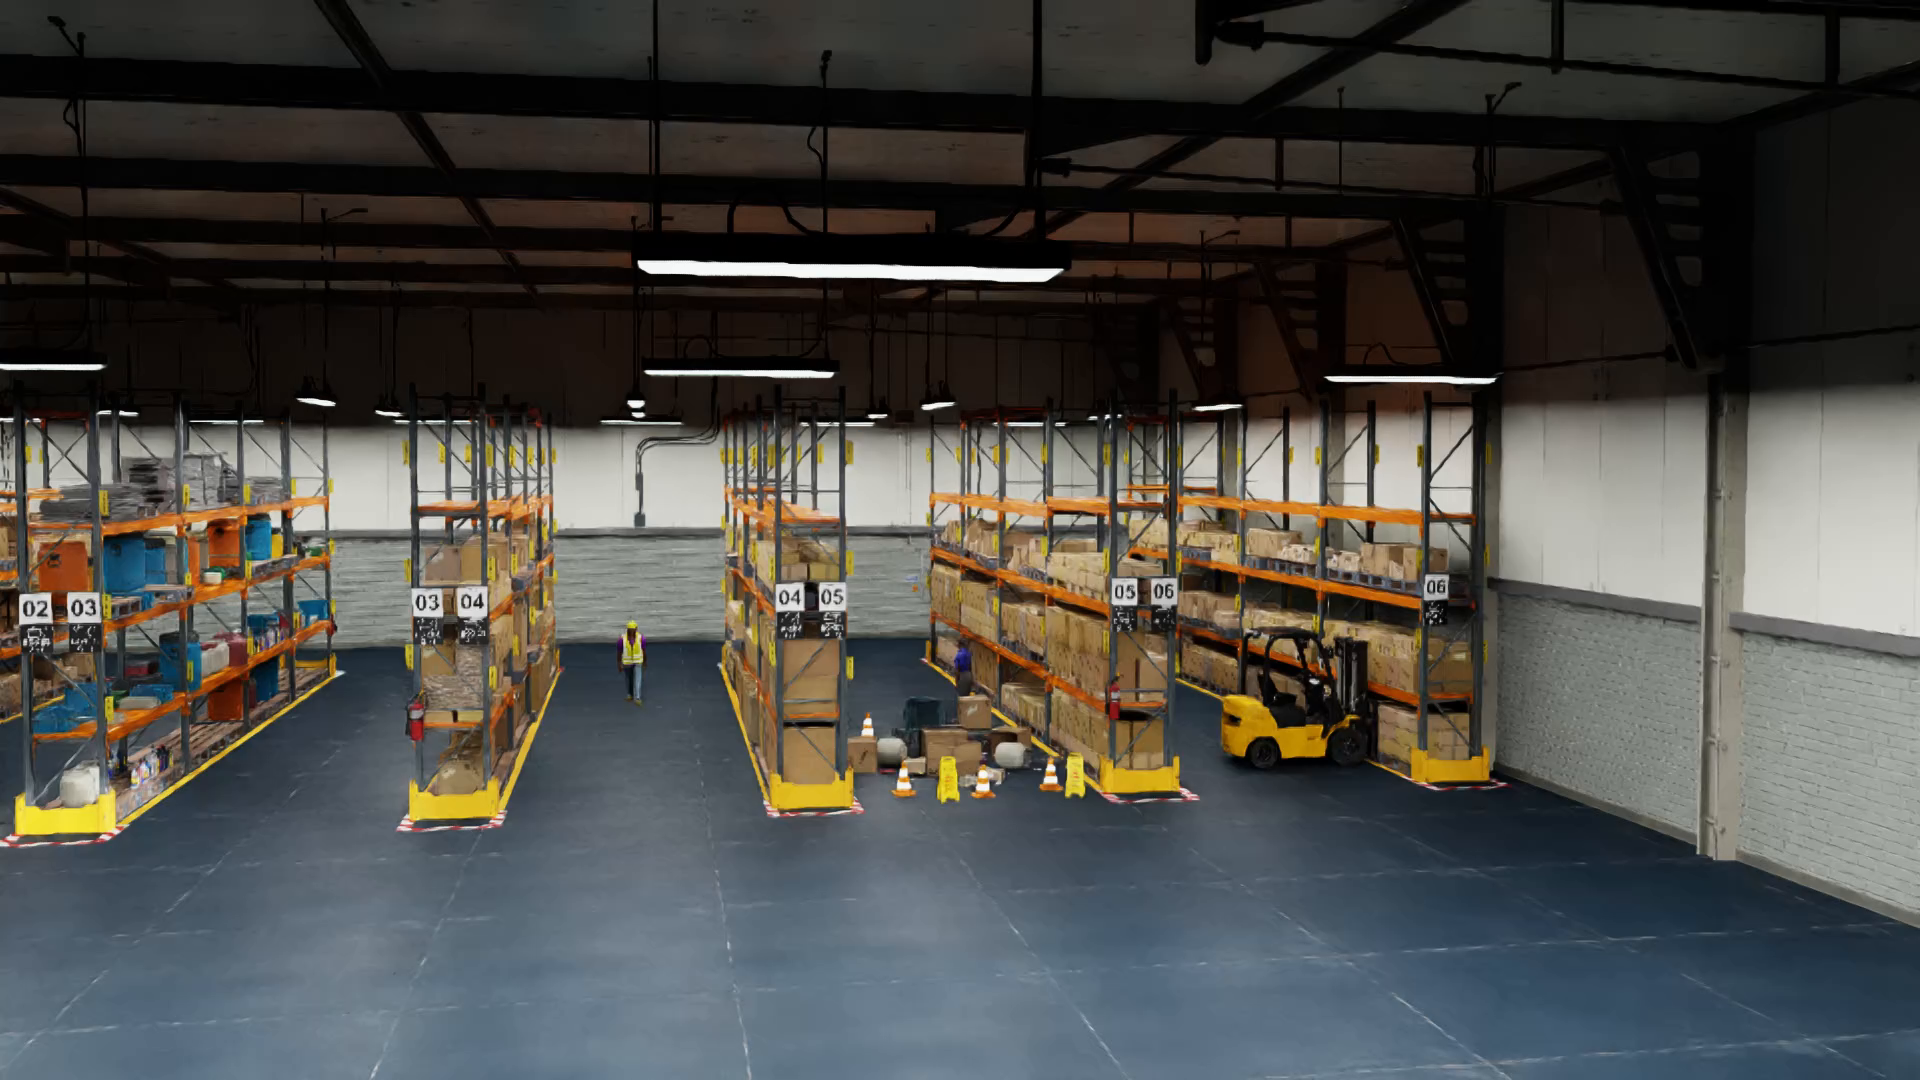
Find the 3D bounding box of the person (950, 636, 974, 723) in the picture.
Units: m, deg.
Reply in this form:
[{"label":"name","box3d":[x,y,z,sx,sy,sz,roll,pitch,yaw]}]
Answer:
[{"label":"person","box3d":[0.040,2.601,30.806,0.551,1.653,0.574,1,3,20]}]

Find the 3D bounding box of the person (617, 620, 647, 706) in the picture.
[{"label":"person","box3d":[-6.600,2.455,33.422,0.577,1.687,1.121,0,3,-8]}]
